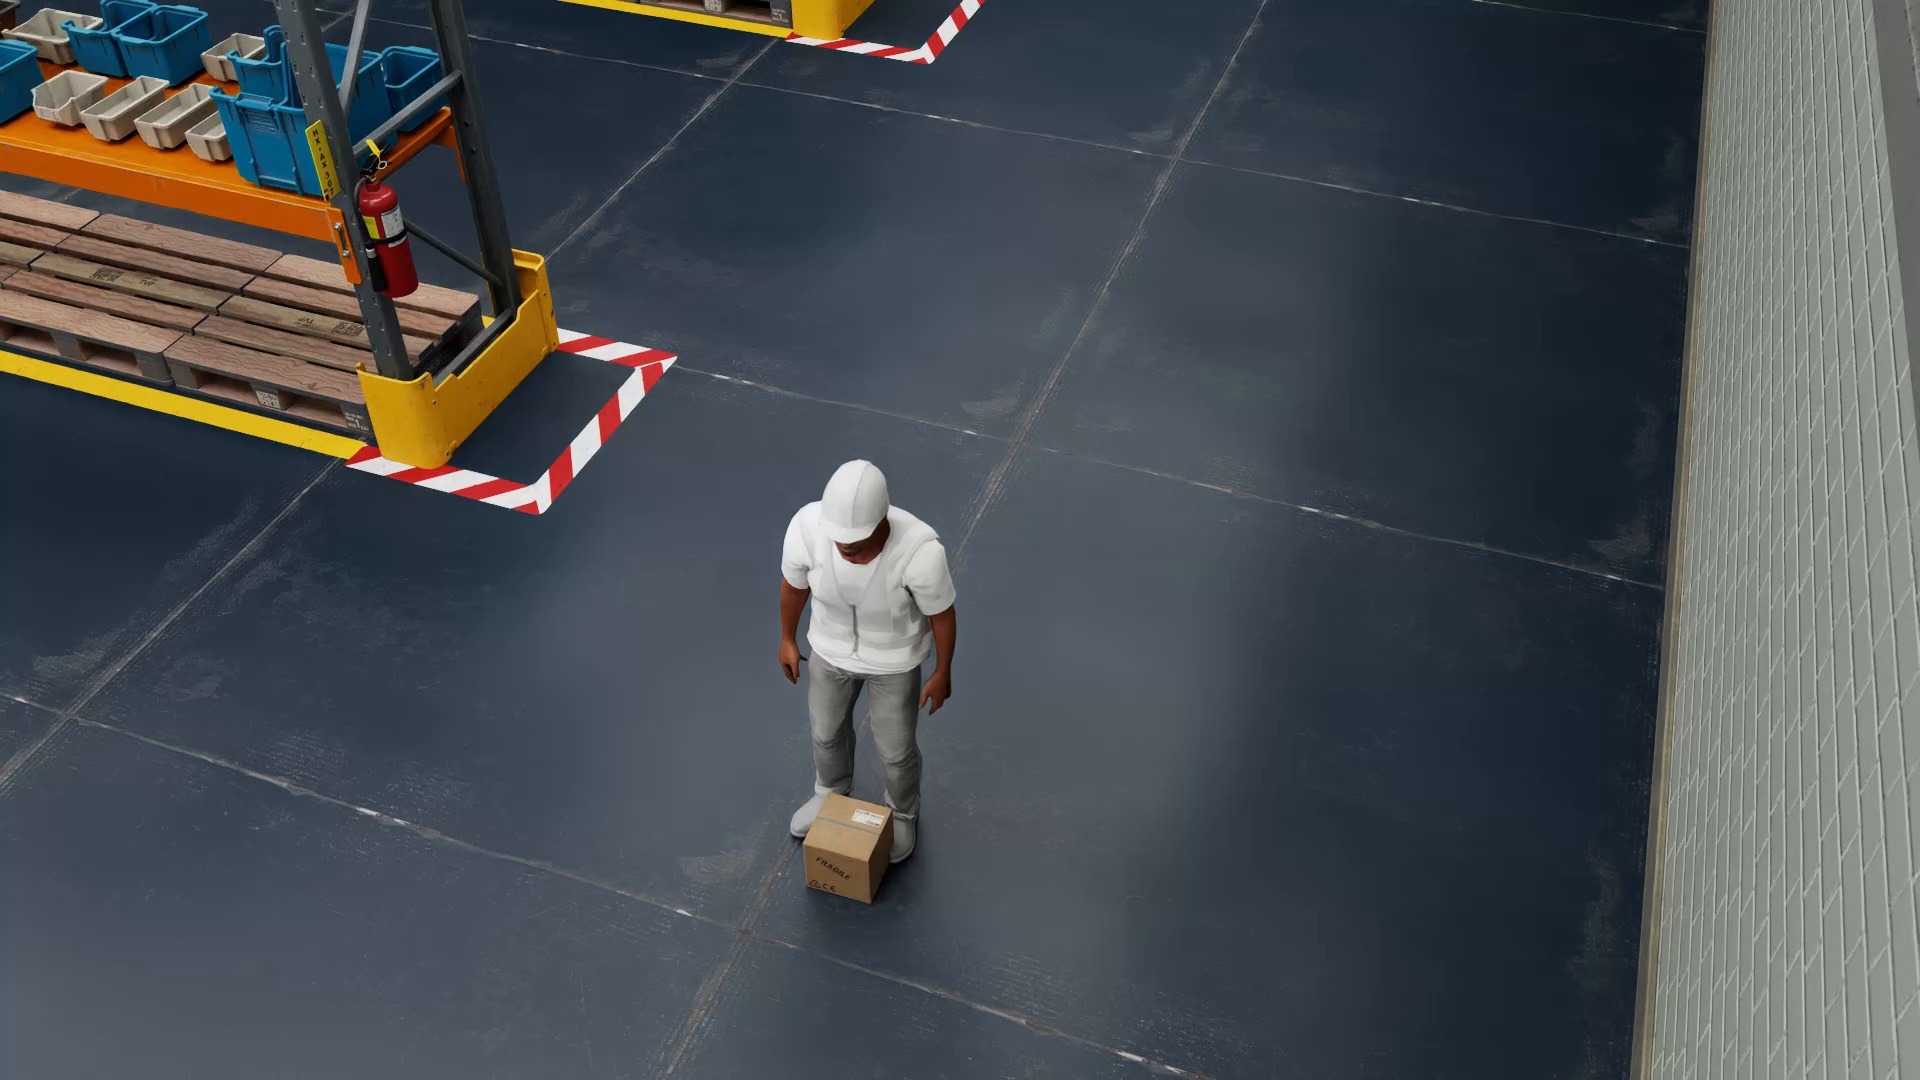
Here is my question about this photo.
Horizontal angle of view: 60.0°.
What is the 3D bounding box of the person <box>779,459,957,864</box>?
[{"bbox_3d":[-0.327,0.402,5.688,0.626,1.759,0.463,12,43,13],"label":"person"}]
